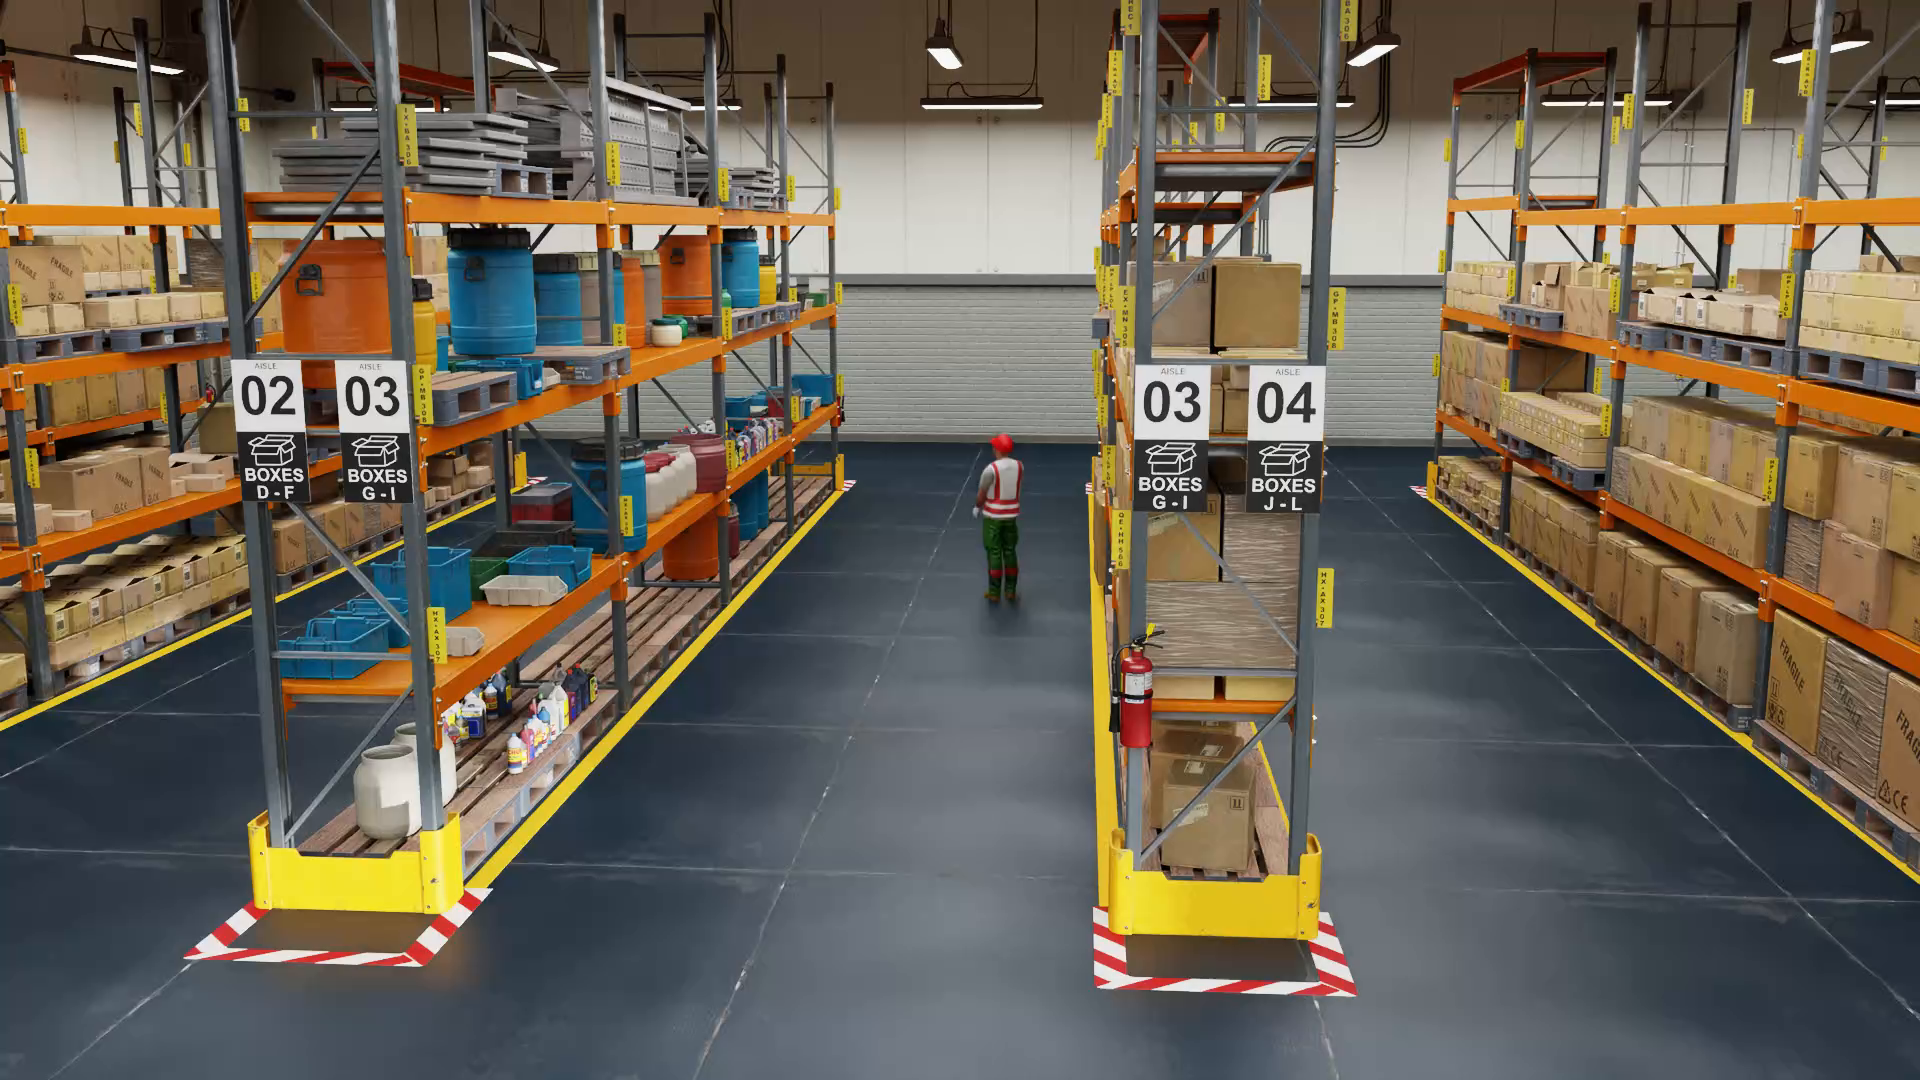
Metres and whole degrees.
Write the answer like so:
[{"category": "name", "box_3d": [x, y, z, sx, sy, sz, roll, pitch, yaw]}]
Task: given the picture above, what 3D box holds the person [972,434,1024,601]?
[{"category": "person", "box_3d": [0.406, -0.253, 17.672, 0.566, 1.795, 0.508, -7, 13, -32]}]
